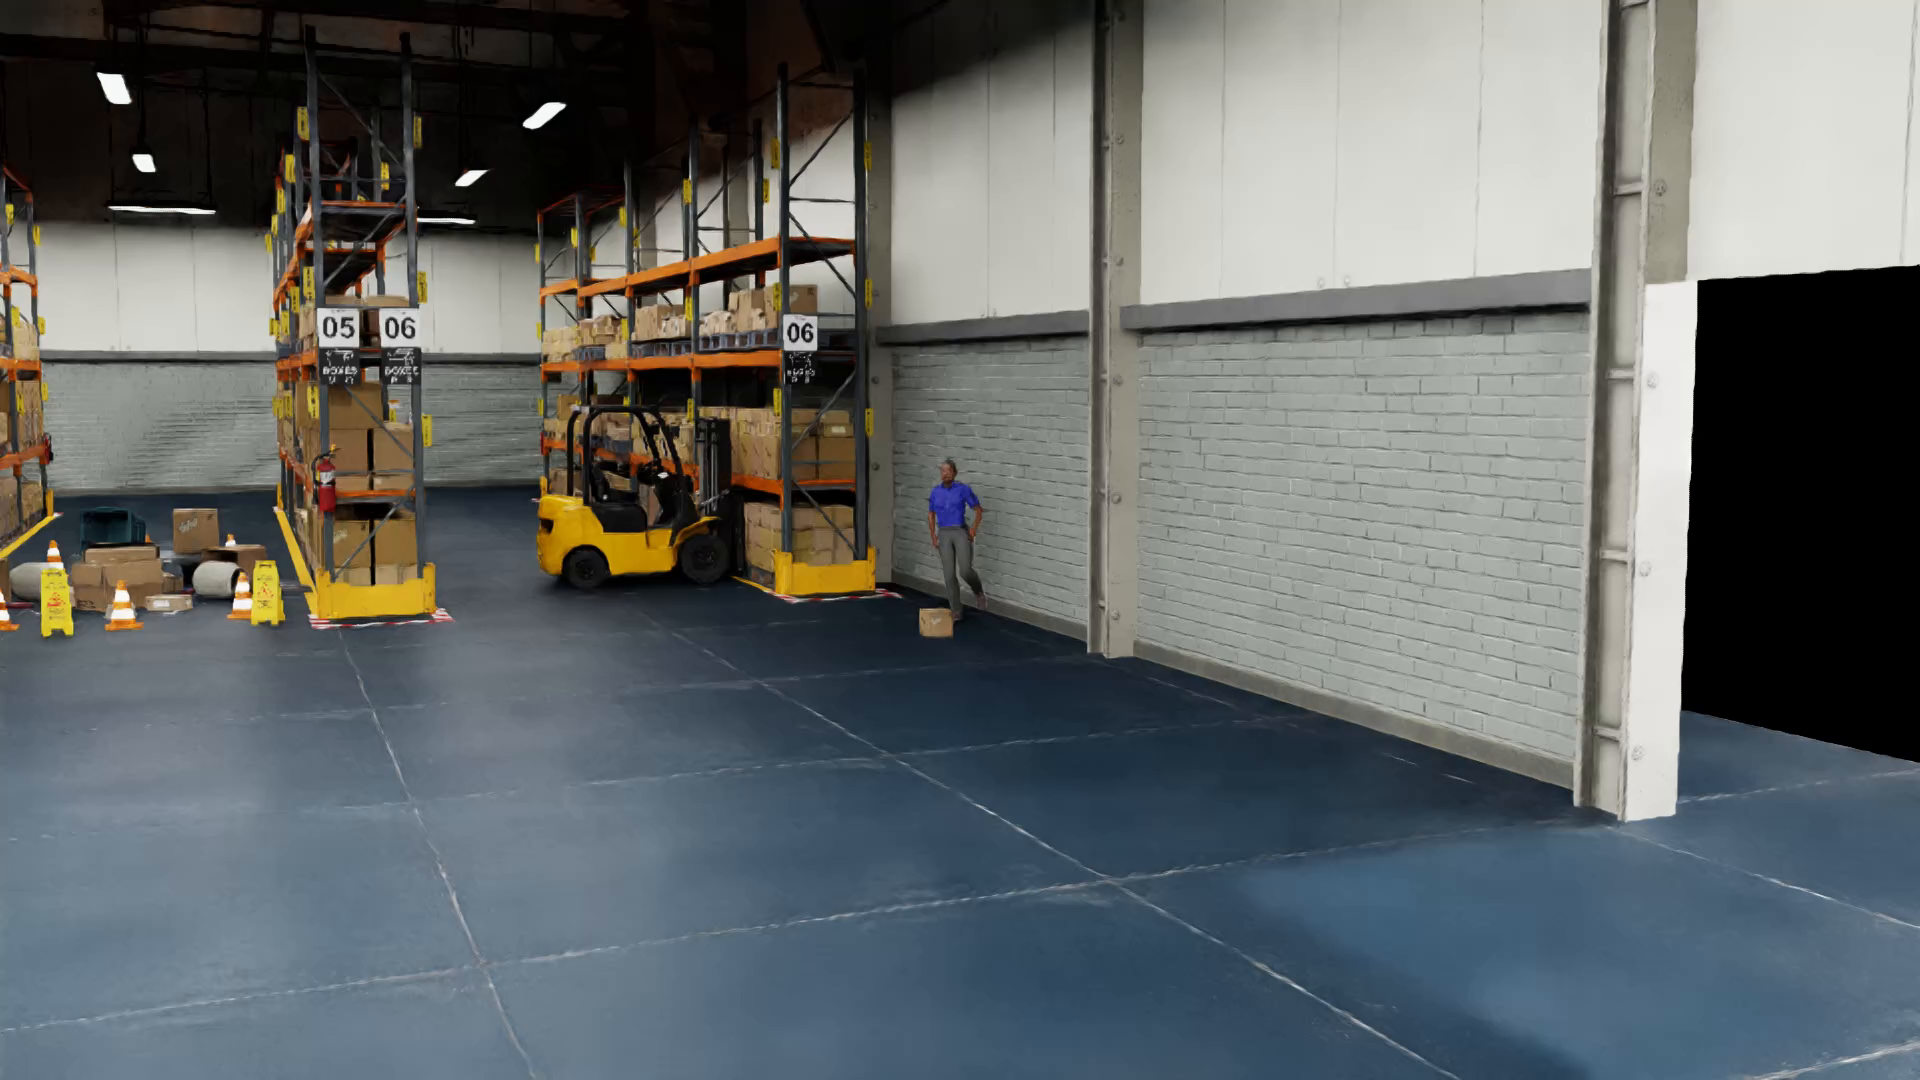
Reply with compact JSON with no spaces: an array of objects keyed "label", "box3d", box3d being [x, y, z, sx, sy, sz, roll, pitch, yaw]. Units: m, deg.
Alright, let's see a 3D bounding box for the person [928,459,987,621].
[{"label":"person","box3d":[-0.066,-0.007,17.128,0.586,1.618,0.720,2,6,17]}]
